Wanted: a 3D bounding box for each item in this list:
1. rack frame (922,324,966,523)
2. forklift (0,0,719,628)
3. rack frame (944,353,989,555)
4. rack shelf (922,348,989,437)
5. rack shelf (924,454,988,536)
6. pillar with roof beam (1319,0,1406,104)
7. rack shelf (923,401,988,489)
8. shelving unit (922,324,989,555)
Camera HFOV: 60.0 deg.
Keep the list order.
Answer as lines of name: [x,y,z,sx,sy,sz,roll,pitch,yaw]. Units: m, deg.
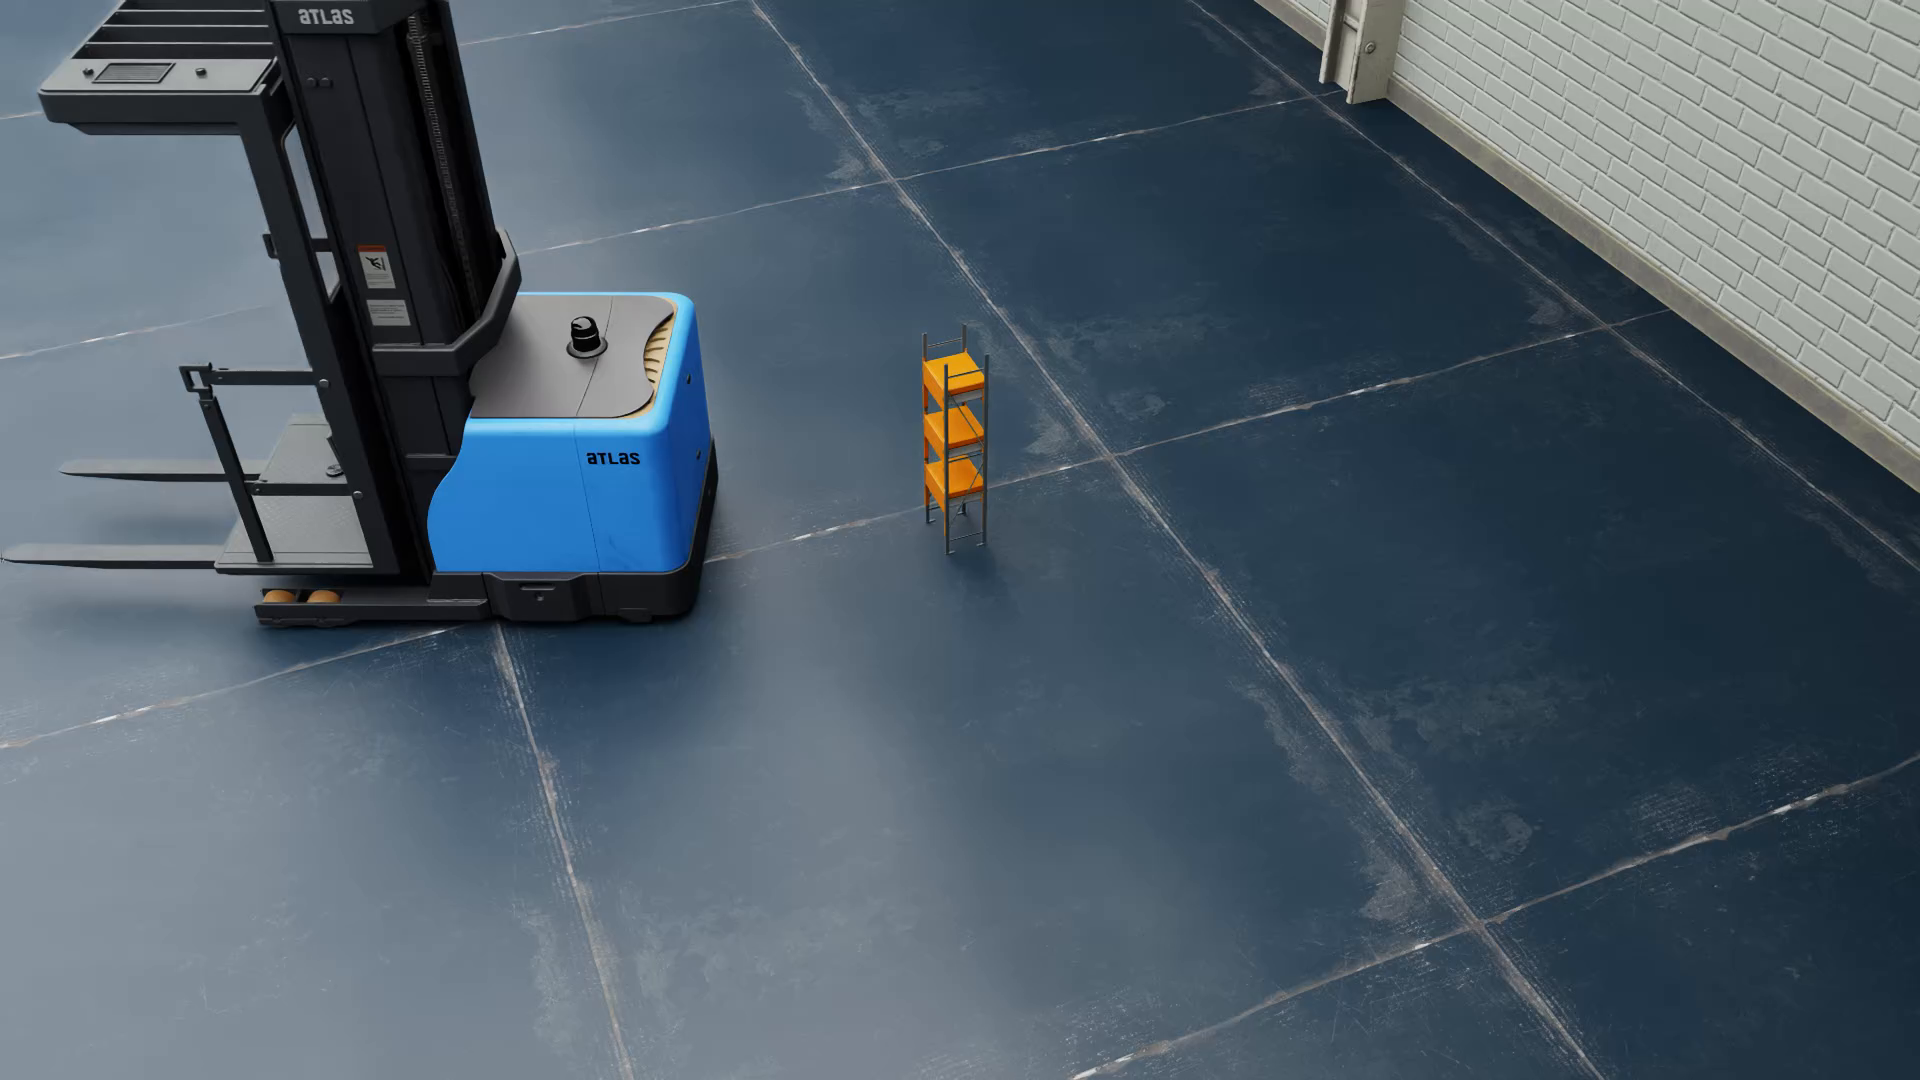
rack frame: [-0.067,-0.504,7.449,0.200,1.050,0.008,-15,43,-17]
forklift: [-2.663,-1.077,6.673,3.031,2.935,1.130,0,41,0]
rack frame: [0.026,-0.357,7.278,0.200,1.050,0.008,-15,43,-17]
rack shelf: [-0.020,-0.637,7.186,0.215,0.259,0.240,-15,43,-17]
rack shelf: [-0.020,-0.212,7.552,0.215,0.259,0.240,-15,43,-17]
pillar with roof beam: [-1.323,-5.384,7.028,9.100,9.000,0.400,-15,43,-17]
rack shelf: [-0.020,-0.422,7.371,0.215,0.259,0.240,-15,43,-17]
shelving unit: [-0.020,-0.430,7.364,0.215,1.050,0.252,-15,43,-17]
